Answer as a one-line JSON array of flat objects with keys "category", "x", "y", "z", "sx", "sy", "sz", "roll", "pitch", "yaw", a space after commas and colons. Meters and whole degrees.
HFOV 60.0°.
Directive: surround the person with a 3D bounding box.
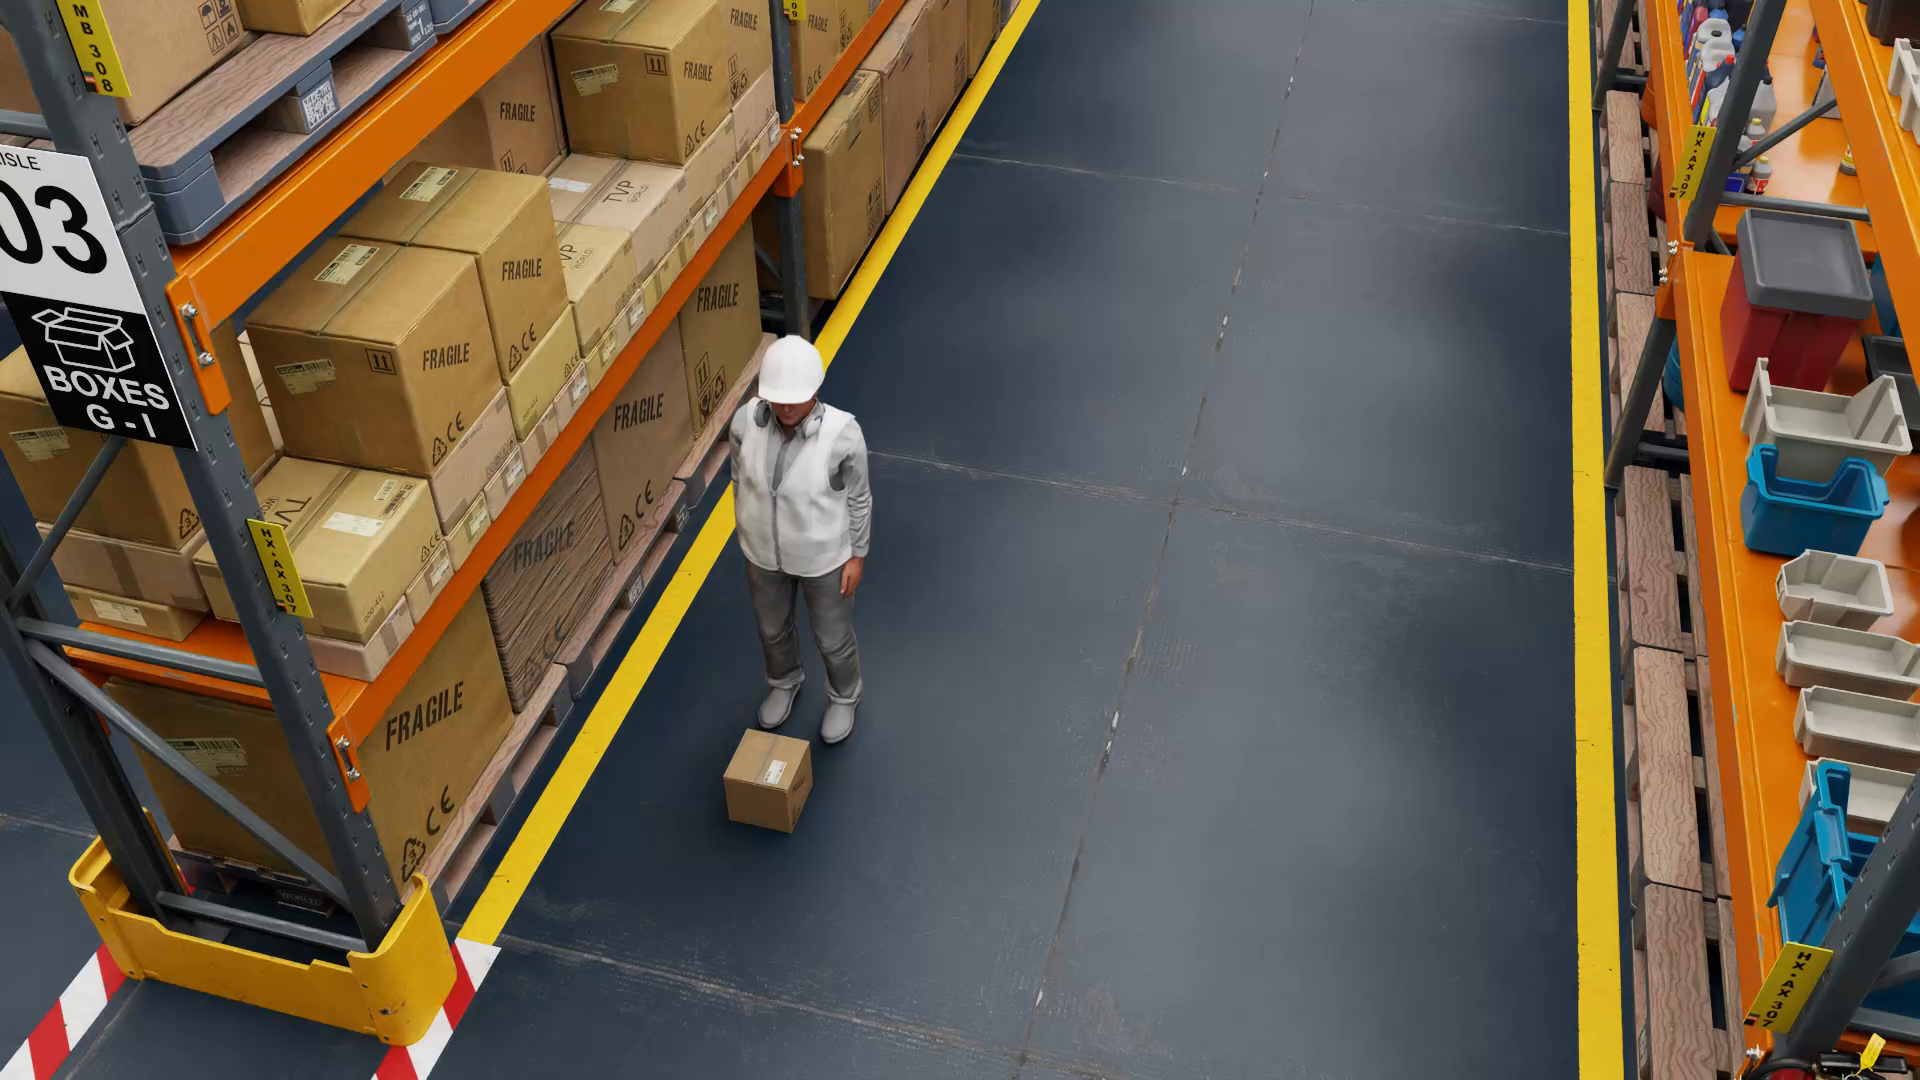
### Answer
[{"category": "person", "x": -0.579, "y": 0.023, "z": 6.115, "sx": 0.531, "sy": 1.767, "sz": 0.359, "roll": 11, "pitch": 42, "yaw": 12}]
